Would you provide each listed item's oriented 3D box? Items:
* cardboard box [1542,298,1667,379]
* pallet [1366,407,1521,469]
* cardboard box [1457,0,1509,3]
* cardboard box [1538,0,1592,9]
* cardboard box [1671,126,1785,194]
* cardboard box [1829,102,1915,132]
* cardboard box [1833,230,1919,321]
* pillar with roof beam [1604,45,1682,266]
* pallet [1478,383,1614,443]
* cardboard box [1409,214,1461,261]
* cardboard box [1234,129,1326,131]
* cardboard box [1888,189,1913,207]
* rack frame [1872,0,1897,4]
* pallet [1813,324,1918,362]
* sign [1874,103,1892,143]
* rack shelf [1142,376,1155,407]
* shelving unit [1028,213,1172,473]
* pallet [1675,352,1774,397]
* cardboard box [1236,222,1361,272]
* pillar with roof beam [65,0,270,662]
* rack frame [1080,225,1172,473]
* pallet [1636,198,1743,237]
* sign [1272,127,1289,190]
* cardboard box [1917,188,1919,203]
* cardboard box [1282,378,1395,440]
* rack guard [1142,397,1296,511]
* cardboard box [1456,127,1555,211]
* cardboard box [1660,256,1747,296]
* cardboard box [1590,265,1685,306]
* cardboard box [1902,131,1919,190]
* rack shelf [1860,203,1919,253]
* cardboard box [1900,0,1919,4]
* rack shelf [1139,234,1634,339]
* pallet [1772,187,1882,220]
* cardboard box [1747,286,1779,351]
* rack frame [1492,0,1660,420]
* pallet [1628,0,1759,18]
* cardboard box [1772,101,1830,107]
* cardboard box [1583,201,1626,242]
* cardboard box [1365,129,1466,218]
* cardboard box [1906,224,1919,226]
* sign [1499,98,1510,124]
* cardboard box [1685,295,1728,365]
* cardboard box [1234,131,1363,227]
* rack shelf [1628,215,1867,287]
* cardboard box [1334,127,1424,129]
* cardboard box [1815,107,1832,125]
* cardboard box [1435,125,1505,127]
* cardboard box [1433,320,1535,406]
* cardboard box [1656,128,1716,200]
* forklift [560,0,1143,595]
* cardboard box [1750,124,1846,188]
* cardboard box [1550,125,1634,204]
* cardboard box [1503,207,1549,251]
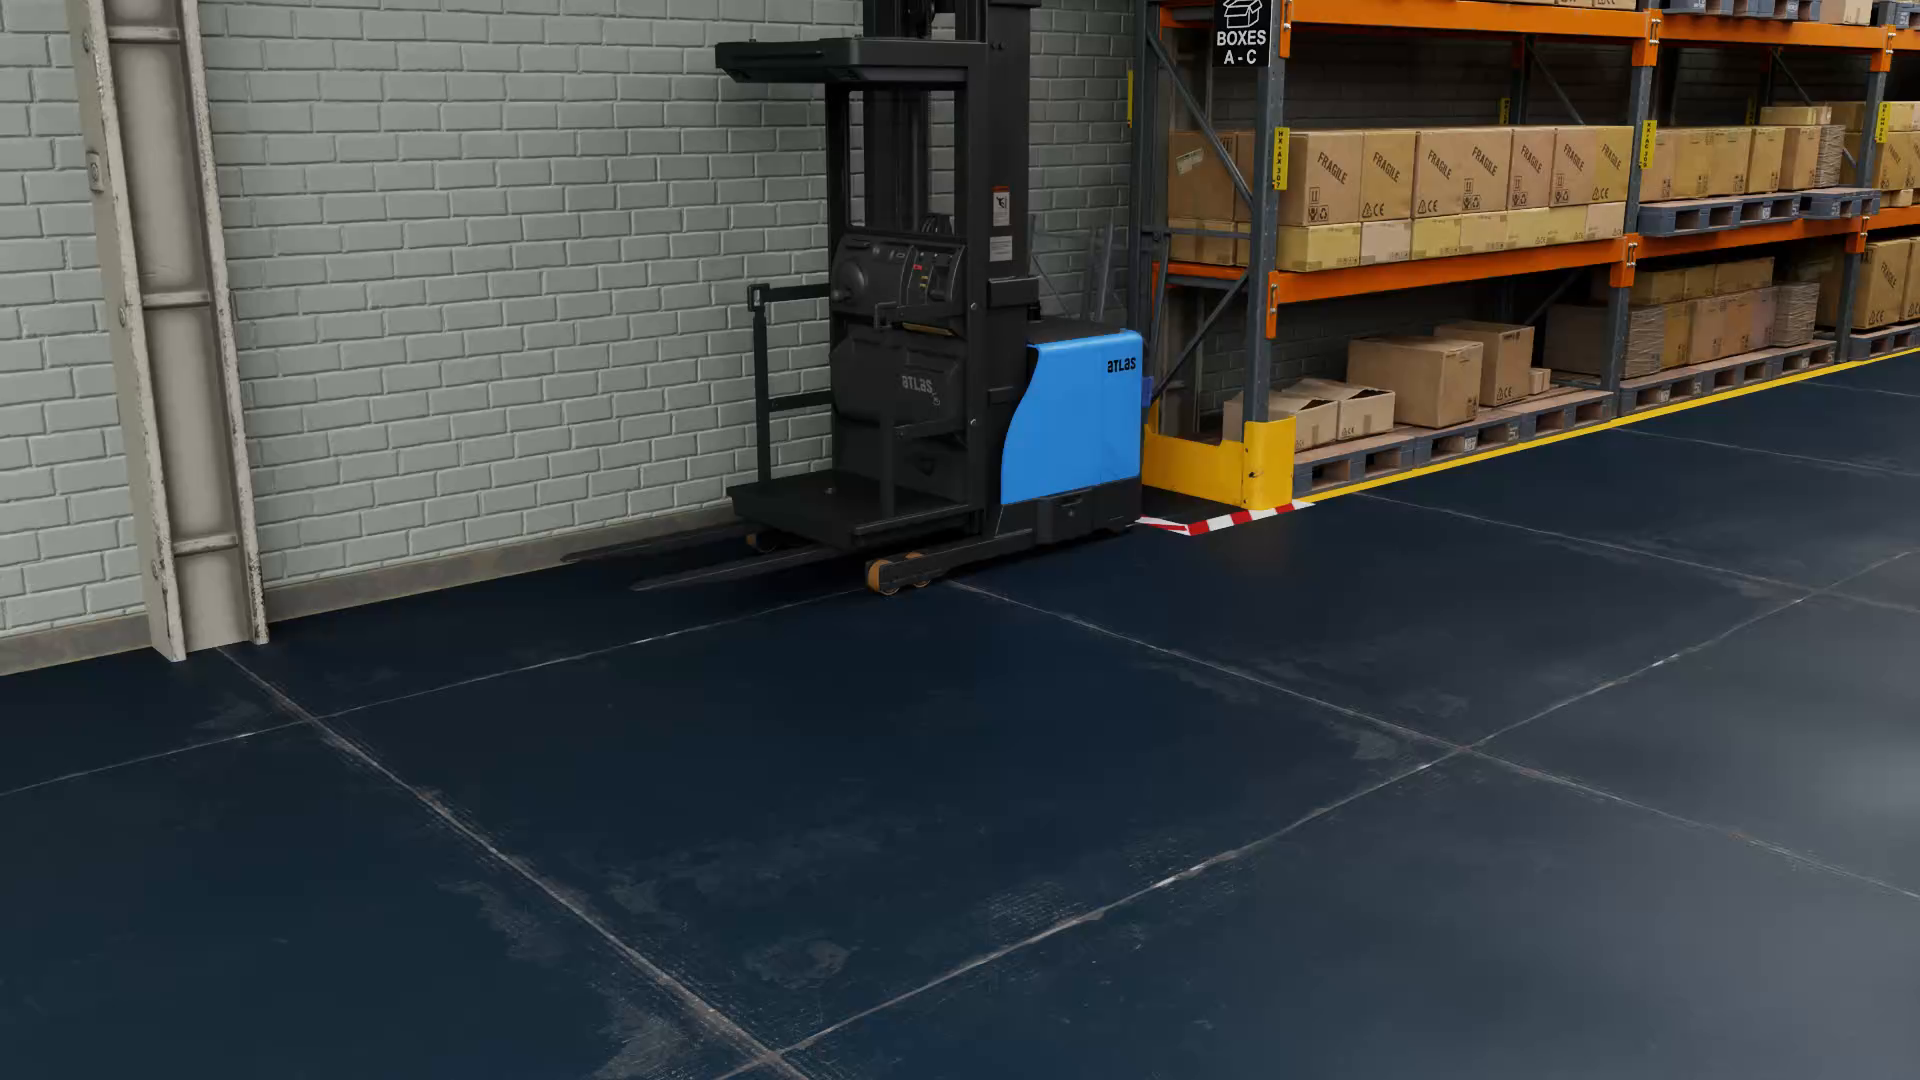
[{"bbox_3d":[4.926,-1.549,12.726,0.500,0.500,0.700,-12,19,-38],"label":"cardboard box"},{"bbox_3d":[2.978,-0.740,11.112,1.213,0.211,1.003,-13,19,-39],"label":"pallet"},{"bbox_3d":[2.989,-3.521,10.074,0.500,0.500,0.500,-11,19,-36],"label":"cardboard box"},{"bbox_3d":[3.773,-3.706,10.767,0.500,0.500,0.500,14,20,42],"label":"cardboard box"},{"bbox_3d":[6.126,-3.057,13.337,0.500,0.500,0.700,-13,19,-39],"label":"cardboard box"},{"bbox_3d":[7.933,-3.689,14.486,0.500,0.250,0.500,-12,19,-38],"label":"cardboard box"},{"bbox_3d":[8.705,-2.504,15.663,0.750,0.750,0.750,-13,20,-40],"label":"cardboard box"},{"bbox_3d":[8.677,-5.102,10.412,0.400,9.000,9.100,-13,19,-39],"label":"pillar with roof beam"},{"bbox_3d":[3.898,-0.948,11.889,1.213,0.211,1.003,-13,19,-39],"label":"pallet"},{"bbox_3d":[2.711,-1.872,10.198,0.500,0.250,0.500,-13,20,-40],"label":"cardboard box"},{"bbox_3d":[1.967,-2.242,10.130,0.500,0.500,0.500,-12,19,-39],"label":"cardboard box"},{"bbox_3d":[8.252,-3.062,14.848,0.250,0.149,0.380,-12,19,-38],"label":"cardboard box"},{"bbox_3d":[7.399,-5.992,13.744,0.127,3.000,1.000,-13,19,-39],"label":"rack frame"},{"bbox_3d":[8.044,-1.865,15.323,1.213,0.211,1.003,-13,19,-39],"label":"pallet"},{"bbox_3d":[7.763,-3.510,13.989,0.005,0.325,0.100,-13,19,-39],"label":"sign"},{"bbox_3d":[0.703,-0.871,9.526,0.538,0.185,1.000,10,10,23],"label":"rack shelf"},{"bbox_3d":[0.722,-1.048,9.496,0.538,1.500,1.048,10,10,23],"label":"shelving unit"},{"bbox_3d":[5.889,-1.408,13.614,1.213,0.211,1.003,-13,19,-39],"label":"pallet"},{"bbox_3d":[1.941,-1.696,9.539,0.500,0.250,0.500,-13,20,-41],"label":"cardboard box"},{"bbox_3d":[-0.376,-3.069,2.802,0.400,9.000,9.100,-13,19,-39],"label":"pillar with roof beam"},{"bbox_3d":[0.932,-1.101,9.956,0.500,1.500,0.032,10,10,23],"label":"rack frame"},{"bbox_3d":[5.054,-2.424,12.385,1.213,0.211,1.003,-13,19,-39],"label":"pallet"},{"bbox_3d":[1.721,-2.051,8.937,0.005,0.325,0.100,-13,19,-39],"label":"sign"},{"bbox_3d":[8.752,-3.216,15.424,0.250,0.149,0.380,-12,19,-39],"label":"cardboard box"},{"bbox_3d":[2.375,-0.848,10.469,0.500,0.311,0.500,-11,18,-35],"label":"cardboard box"},{"bbox_3d":[1.422,-0.543,9.815,0.348,0.500,1.175,-13,19,-39],"label":"rack guard"},{"bbox_3d":[3.468,-2.406,10.744,0.500,0.500,0.500,-13,20,-41],"label":"cardboard box"},{"bbox_3d":[6.035,-2.156,13.547,0.500,0.250,0.500,-13,20,-40],"label":"cardboard box"},{"bbox_3d":[5.256,-1.986,12.911,0.500,0.250,0.500,-13,20,-41],"label":"cardboard box"},{"bbox_3d":[8.335,-3.414,14.911,0.500,0.500,0.500,-12,19,-38],"label":"cardboard box"},{"bbox_3d":[8.908,-3.085,15.879,4.000,0.370,1.077,-13,19,-39],"label":"rack shelf"},{"bbox_3d":[8.093,-4.997,14.785,0.500,0.500,0.700,-14,20,-42],"label":"cardboard box"},{"bbox_3d":[2.873,-1.729,10.806,4.000,0.370,1.077,-13,19,-39],"label":"rack shelf"},{"bbox_3d":[6.932,-2.859,14.013,1.003,0.211,1.213,-13,19,-39],"label":"pallet"},{"bbox_3d":[6.425,-1.901,14.047,0.500,0.500,0.700,-13,20,-39],"label":"cardboard box"},{"bbox_3d":[4.382,-2.416,11.981,0.127,3.000,1.000,-13,19,-39],"label":"rack frame"},{"bbox_3d":[4.917,-3.858,11.932,1.003,0.211,1.213,-13,19,-39],"label":"pallet"},{"bbox_3d":[7.571,-3.785,14.844,0.500,0.250,0.500,-12,19,-38],"label":"cardboard box"},{"bbox_3d":[4.223,-2.214,11.477,0.500,0.250,0.500,-13,19,-39],"label":"cardboard box"},{"bbox_3d":[2.695,-2.228,10.077,0.500,0.500,0.500,-13,20,-41],"label":"cardboard box"},{"bbox_3d":[10.012,-2.800,16.771,0.750,0.750,0.750,-12,19,-39],"label":"cardboard box"},{"bbox_3d":[4.015,-3.083,12.234,0.005,0.325,0.100,-13,19,-39],"label":"sign"},{"bbox_3d":[5.694,-1.724,13.384,0.500,0.500,0.700,-12,19,-39],"label":"cardboard box"},{"bbox_3d":[1.922,-2.060,9.448,0.500,0.500,0.500,-13,19,-39],"label":"cardboard box"},{"bbox_3d":[5.891,-2.407,13.342,4.000,0.370,1.077,-13,19,-39],"label":"rack shelf"},{"bbox_3d":[2.734,-2.416,10.781,0.500,0.500,0.500,-12,19,-39],"label":"cardboard box"},{"bbox_3d":[7.159,-3.603,14.124,0.380,0.149,0.250,13,20,40],"label":"cardboard box"},{"bbox_3d":[3.497,-2.589,11.430,0.500,0.500,0.500,-13,20,-40],"label":"cardboard box"},{"bbox_3d":[3.625,-1.237,11.560,0.500,0.500,0.500,14,21,43],"label":"cardboard box"},{"bbox_3d":[5.214,-2.849,12.559,0.500,0.500,0.700,-10,18,-34],"label":"cardboard box"},{"bbox_3d":[-0.467,-1.310,7.973,3.031,2.935,1.130,-13,20,-40],"label":"forklift"},{"bbox_3d":[7.051,-3.273,14.143,0.700,0.500,0.500,13,20,40],"label":"cardboard box"},{"bbox_3d":[4.228,-2.575,11.376,0.500,0.500,0.500,-13,20,-39],"label":"cardboard box"},{"bbox_3d":[3.473,-2.043,10.836,0.500,0.250,0.500,-13,20,-40],"label":"cardboard box"}]
